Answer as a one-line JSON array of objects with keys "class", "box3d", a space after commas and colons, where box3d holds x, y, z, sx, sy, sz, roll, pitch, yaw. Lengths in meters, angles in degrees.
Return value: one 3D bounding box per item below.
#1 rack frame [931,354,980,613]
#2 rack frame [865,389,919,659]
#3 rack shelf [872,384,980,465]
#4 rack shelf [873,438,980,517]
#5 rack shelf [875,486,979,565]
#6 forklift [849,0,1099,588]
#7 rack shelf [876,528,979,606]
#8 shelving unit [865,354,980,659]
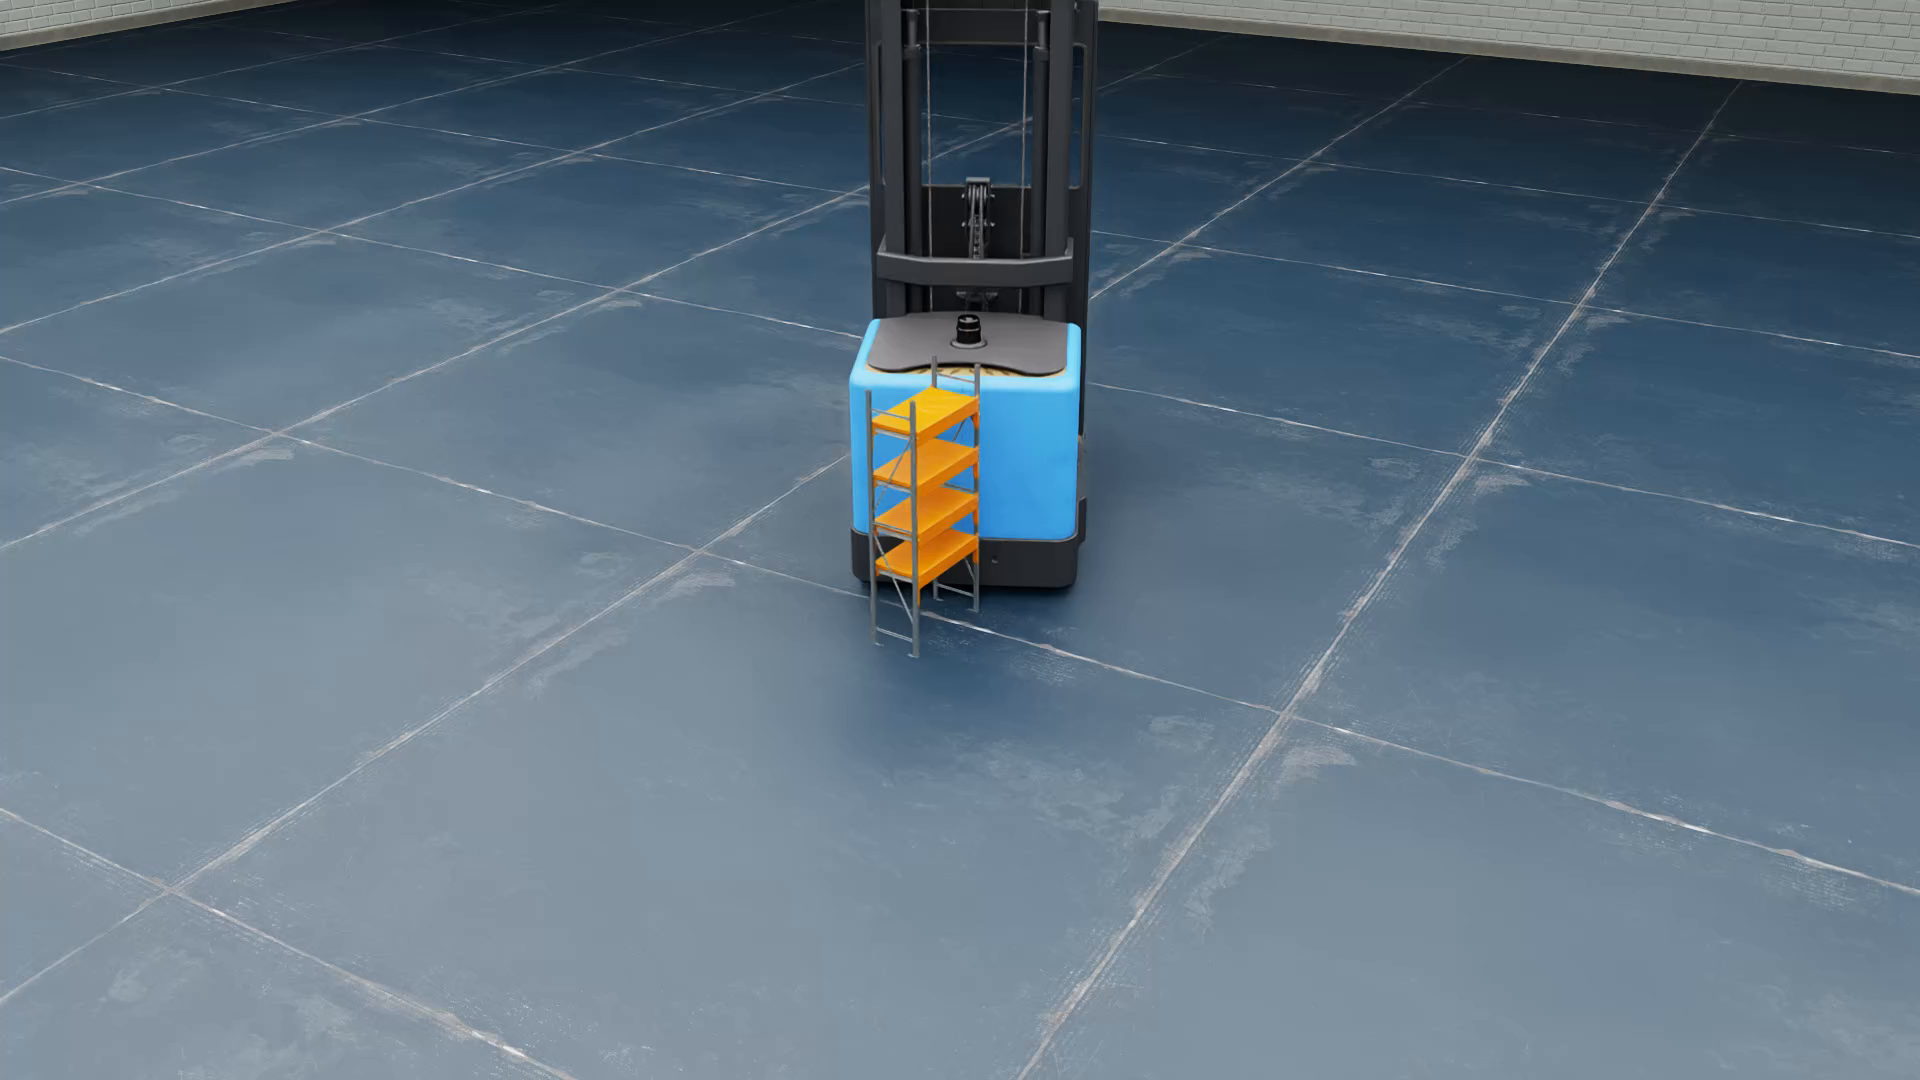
[{"class": "rack frame", "box3d": [-0.019, -0.233, 7.376, 0.240, 1.200, 0.015, 16, 31, 29]}, {"class": "rack frame", "box3d": [-0.283, -0.049, 7.008, 0.240, 1.200, 0.015, 16, 31, 29]}, {"class": "rack shelf", "box3d": [-0.151, -0.493, 7.016, 0.258, 0.148, 0.480, 16, 31, 29]}, {"class": "rack shelf", "box3d": [-0.151, -0.281, 7.122, 0.258, 0.148, 0.480, 16, 31, 29]}, {"class": "rack shelf", "box3d": [-0.151, -0.081, 7.222, 0.258, 0.148, 0.480, 16, 31, 29]}, {"class": "forklift", "box3d": [0.120, -1.717, 8.405, 1.130, 2.935, 3.031, 2, 27, 4]}, {"class": "rack shelf", "box3d": [-0.151, 0.096, 7.311, 0.258, 0.148, 0.480, 16, 31, 29]}, {"class": "shelving unit", "box3d": [-0.151, -0.141, 7.192, 0.258, 1.200, 0.503, 16, 31, 29]}]
